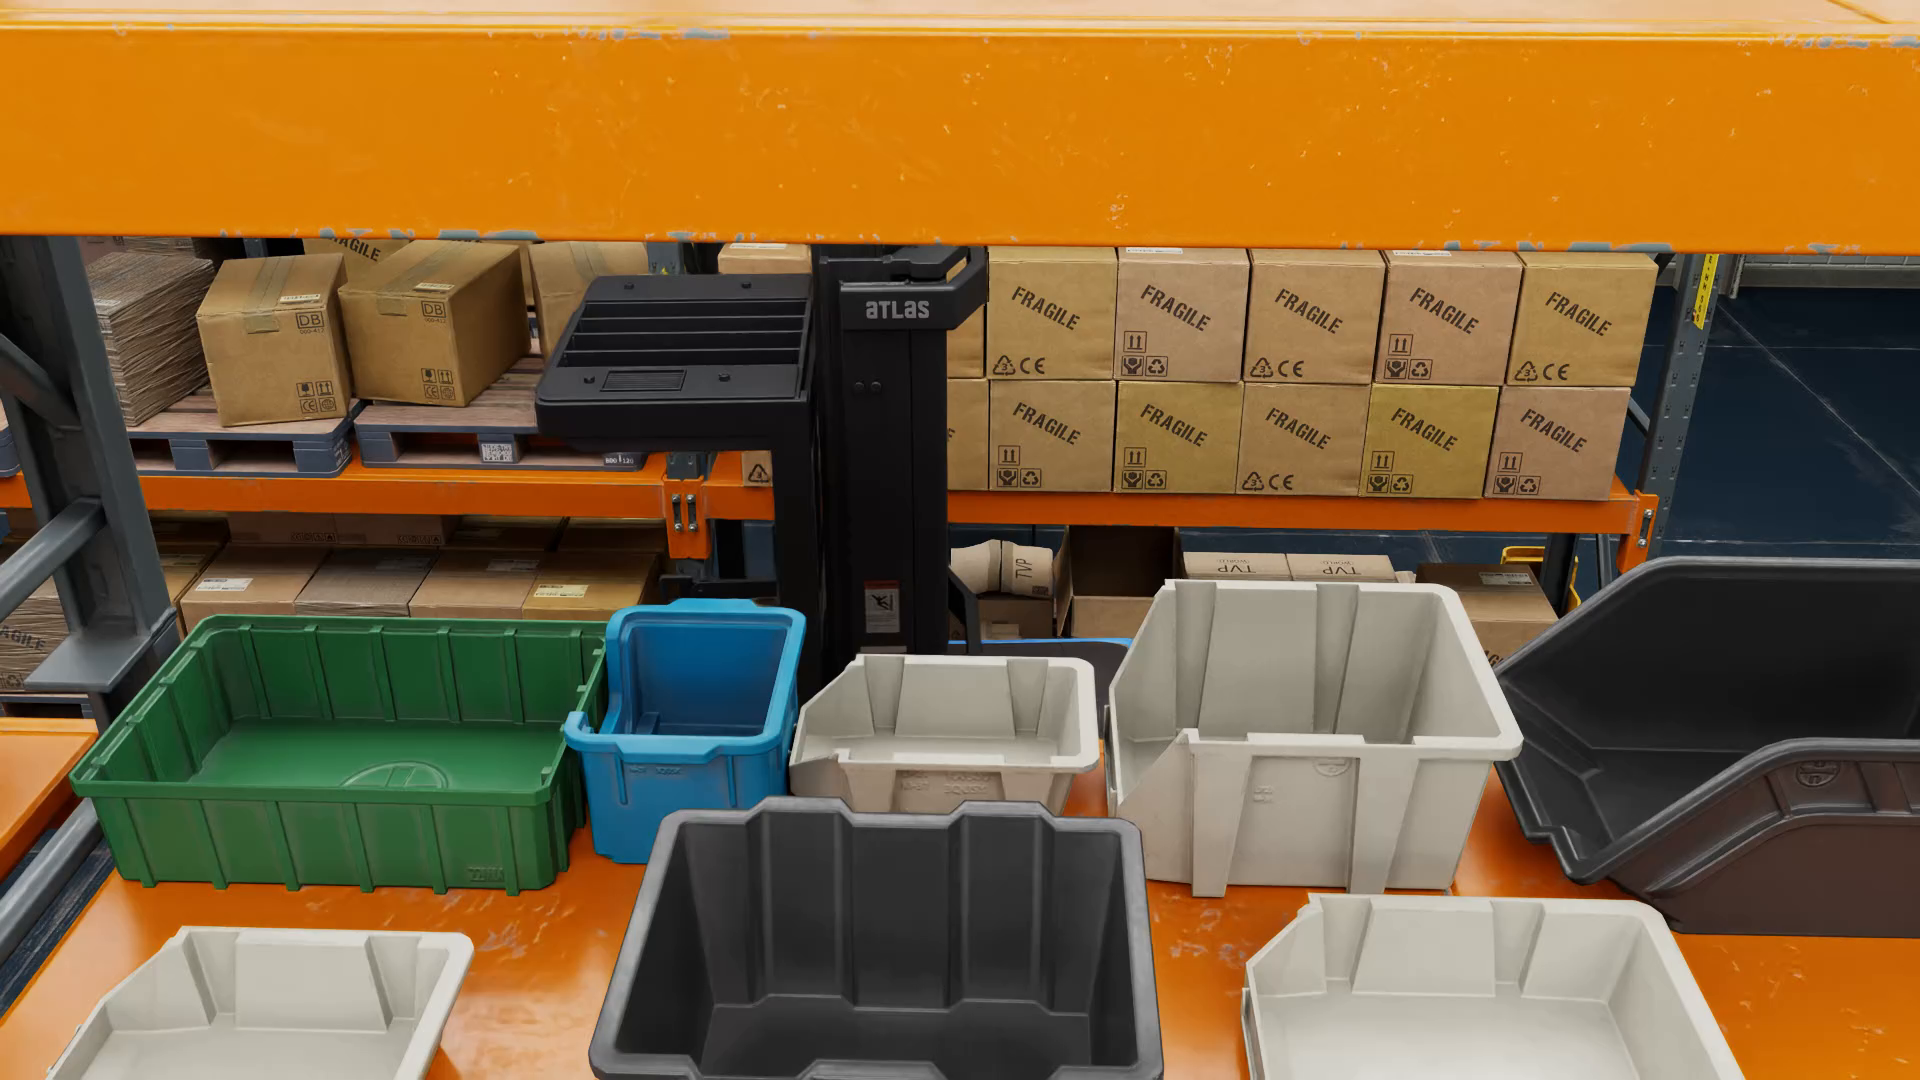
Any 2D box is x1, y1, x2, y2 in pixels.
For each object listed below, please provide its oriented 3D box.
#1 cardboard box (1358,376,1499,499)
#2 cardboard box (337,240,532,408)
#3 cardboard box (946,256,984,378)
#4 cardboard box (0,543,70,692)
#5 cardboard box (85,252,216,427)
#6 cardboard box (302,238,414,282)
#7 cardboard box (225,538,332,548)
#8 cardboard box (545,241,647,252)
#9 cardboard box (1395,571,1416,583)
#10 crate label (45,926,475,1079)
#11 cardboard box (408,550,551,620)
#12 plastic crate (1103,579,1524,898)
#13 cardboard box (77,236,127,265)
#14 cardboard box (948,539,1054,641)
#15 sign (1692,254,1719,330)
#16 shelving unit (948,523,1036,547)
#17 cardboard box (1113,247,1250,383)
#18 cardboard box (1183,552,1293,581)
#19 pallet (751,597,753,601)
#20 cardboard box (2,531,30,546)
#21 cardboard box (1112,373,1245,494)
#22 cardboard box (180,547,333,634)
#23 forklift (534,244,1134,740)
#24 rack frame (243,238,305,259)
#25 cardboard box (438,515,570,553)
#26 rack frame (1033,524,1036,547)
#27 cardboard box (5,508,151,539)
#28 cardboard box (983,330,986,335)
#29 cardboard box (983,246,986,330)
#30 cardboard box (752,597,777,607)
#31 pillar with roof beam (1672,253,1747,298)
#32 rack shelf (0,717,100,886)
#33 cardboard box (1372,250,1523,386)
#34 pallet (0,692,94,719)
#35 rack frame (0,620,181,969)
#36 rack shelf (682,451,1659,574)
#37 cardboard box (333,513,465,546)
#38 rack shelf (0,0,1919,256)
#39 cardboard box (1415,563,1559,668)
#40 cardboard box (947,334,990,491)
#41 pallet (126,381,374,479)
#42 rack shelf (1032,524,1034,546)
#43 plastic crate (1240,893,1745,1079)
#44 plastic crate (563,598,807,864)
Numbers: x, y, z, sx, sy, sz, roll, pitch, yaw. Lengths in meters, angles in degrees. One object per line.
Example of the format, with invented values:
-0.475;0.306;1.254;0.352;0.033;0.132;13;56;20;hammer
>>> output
1.888;-0.506;6.895;0.500;0.500;0.500;1;28;2;cardboard box
-2.289;-0.965;7.312;0.500;0.500;0.700;5;28;10;cardboard box
-0.157;-0.979;6.720;0.500;0.500;0.500;0;28;0;cardboard box
-4.163;0.350;7.586;0.500;0.500;0.500;0;28;0;cardboard box
-3.590;-0.875;7.142;0.500;0.500;0.700;6;29;11;cardboard box
-4.230;-2.188;12.022;0.750;0.750;0.750;1;28;1;cardboard box
-3.146;0.123;8.014;0.500;0.500;0.500;0;28;0;cardboard box
-2.505;-2.159;11.966;0.750;0.750;0.750;2;28;3;cardboard box
2.208;0.311;8.016;0.250;0.166;0.380;1;28;2;cardboard box
-0.833;0.612;1.971;0.466;0.136;0.293;1;28;2;crate label
-2.131;0.383;7.524;0.500;0.500;0.500;1;28;2;cardboard box
0.481;0.290;2.425;0.530;0.282;0.437;1;28;2;plastic crate
-6.192;-2.166;12.333;0.500;0.500;0.700;1;28;2;cardboard box
0.195;0.242;7.992;0.500;0.311;0.500;1;28;2;cardboard box
2.824;-0.966;6.297;0.005;0.325;0.100;1;28;2;sign
0.165;-0.925;8.753;0.503;2.100;0.431;1;28;2;shelving unit
0.873;-0.962;6.688;0.500;0.500;0.500;2;28;3;cardboard box
1.331;0.287;7.971;0.500;0.250;0.500;1;28;2;cardboard box
-0.447;0.603;7.887;1.213;0.211;1.003;1;28;2;pallet
-4.188;0.109;8.042;0.500;0.500;0.500;2;28;4;cardboard box
0.886;-0.525;6.931;0.500;0.500;0.500;1;28;1;cardboard box
-3.140;0.367;7.554;0.500;0.500;0.500;0;28;0;cardboard box
-0.758;0.264;5.622;3.031;2.935;1.130;-1;28;-2;forklift
-4.960;-3.026;11.755;0.127;3.000;1.000;1;28;2;rack frame
-2.142;0.144;7.976;0.500;0.500;0.500;1;28;3;cardboard box
0.409;-0.921;8.745;0.015;2.100;0.400;1;28;2;rack frame
-4.132;-0.224;7.868;0.500;0.250;0.500;2;28;4;cardboard box
-0.110;-0.789;7.429;0.500;0.500;0.500;2;28;3;cardboard box
-0.107;-1.232;7.198;0.500;0.500;0.500;0;28;1;cardboard box
-0.722;0.461;7.579;0.500;0.311;0.500;1;28;2;cardboard box
5.612;-3.889;6.979;0.400;9.000;9.100;1;28;2;pillar with roof beam
-3.311;0.637;2.411;4.000;0.370;1.077;1;28;2;rack shelf
1.904;-0.947;6.660;0.500;0.500;0.500;2;28;3;cardboard box
-4.386;0.555;7.977;1.213;0.211;1.003;1;28;2;pallet
-1.312;1.678;2.883;0.127;3.000;1.000;1;28;2;rack frame
0.865;-0.290;7.362;4.000;0.370;1.077;1;28;2;rack shelf
-2.608;-0.201;7.824;0.500;0.250;0.500;1;28;2;cardboard box
0.687;-0.445;1.677;4.000;0.370;1.077;1;28;2;rack shelf
2.312;0.442;7.413;0.500;0.500;0.500;1;28;2;cardboard box
-0.122;-0.542;6.963;0.500;0.500;0.500;1;28;3;cardboard box
-3.187;-0.592;7.369;1.213;0.211;1.003;1;28;2;pallet
0.165;-0.294;9.087;0.480;0.518;0.431;1;28;2;rack shelf
0.612;0.617;1.962;0.530;0.136;0.437;1;28;2;plastic crate
-0.391;0.292;2.473;0.300;0.233;0.416;1;28;2;plastic crate
